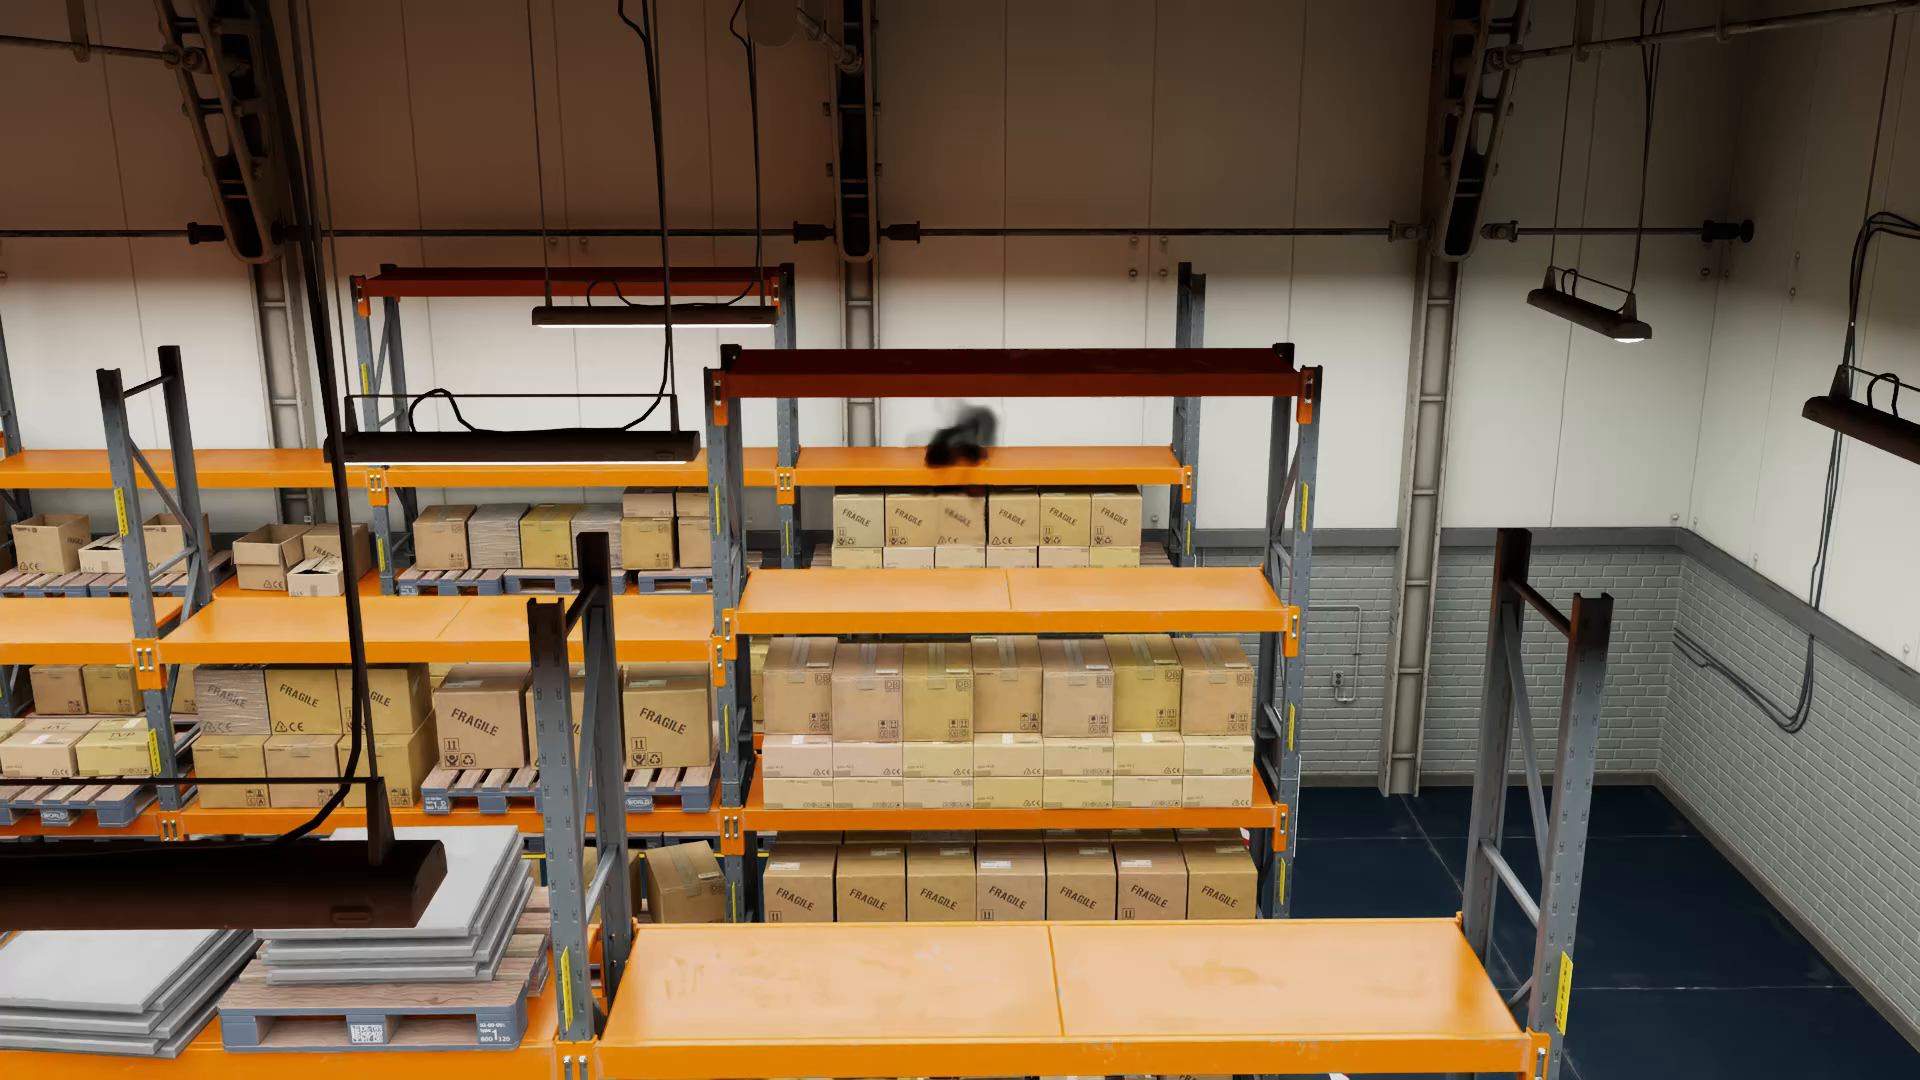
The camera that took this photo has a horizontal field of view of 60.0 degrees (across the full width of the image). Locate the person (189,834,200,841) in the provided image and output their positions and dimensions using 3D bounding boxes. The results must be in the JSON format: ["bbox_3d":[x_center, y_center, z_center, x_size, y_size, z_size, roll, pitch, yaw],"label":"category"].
[{"bbox_3d":[-6.653,3.228,14.489,0.715,1.656,0.596,0,16,2],"label":"person"}]
